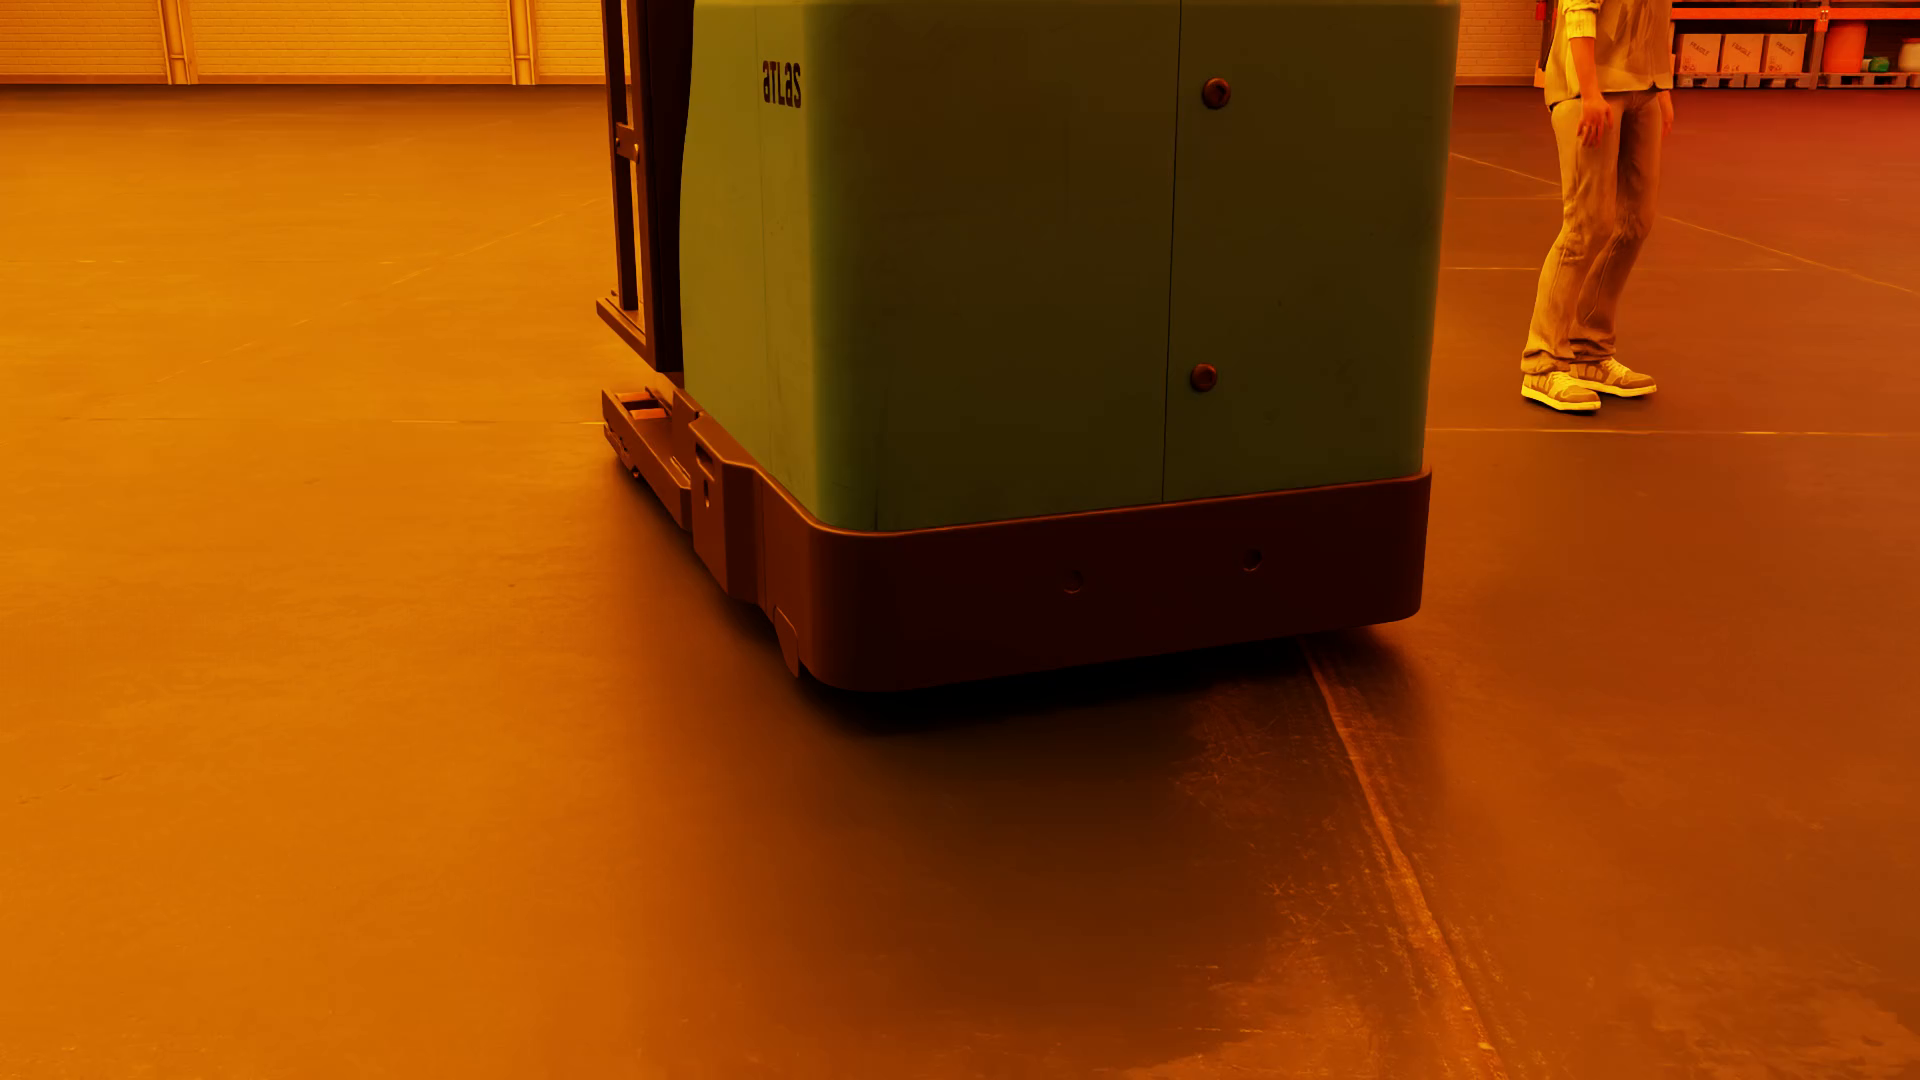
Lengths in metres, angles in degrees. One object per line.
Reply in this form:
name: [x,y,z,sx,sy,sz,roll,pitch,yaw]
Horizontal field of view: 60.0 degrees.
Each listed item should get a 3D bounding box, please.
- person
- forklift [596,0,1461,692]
person: [1.749,-1.167,4.442,0.486,1.594,0.340,-15,23,-39]
forklift: [-0.220,-1.575,3.501,1.130,2.935,3.031,-6,18,-19]
